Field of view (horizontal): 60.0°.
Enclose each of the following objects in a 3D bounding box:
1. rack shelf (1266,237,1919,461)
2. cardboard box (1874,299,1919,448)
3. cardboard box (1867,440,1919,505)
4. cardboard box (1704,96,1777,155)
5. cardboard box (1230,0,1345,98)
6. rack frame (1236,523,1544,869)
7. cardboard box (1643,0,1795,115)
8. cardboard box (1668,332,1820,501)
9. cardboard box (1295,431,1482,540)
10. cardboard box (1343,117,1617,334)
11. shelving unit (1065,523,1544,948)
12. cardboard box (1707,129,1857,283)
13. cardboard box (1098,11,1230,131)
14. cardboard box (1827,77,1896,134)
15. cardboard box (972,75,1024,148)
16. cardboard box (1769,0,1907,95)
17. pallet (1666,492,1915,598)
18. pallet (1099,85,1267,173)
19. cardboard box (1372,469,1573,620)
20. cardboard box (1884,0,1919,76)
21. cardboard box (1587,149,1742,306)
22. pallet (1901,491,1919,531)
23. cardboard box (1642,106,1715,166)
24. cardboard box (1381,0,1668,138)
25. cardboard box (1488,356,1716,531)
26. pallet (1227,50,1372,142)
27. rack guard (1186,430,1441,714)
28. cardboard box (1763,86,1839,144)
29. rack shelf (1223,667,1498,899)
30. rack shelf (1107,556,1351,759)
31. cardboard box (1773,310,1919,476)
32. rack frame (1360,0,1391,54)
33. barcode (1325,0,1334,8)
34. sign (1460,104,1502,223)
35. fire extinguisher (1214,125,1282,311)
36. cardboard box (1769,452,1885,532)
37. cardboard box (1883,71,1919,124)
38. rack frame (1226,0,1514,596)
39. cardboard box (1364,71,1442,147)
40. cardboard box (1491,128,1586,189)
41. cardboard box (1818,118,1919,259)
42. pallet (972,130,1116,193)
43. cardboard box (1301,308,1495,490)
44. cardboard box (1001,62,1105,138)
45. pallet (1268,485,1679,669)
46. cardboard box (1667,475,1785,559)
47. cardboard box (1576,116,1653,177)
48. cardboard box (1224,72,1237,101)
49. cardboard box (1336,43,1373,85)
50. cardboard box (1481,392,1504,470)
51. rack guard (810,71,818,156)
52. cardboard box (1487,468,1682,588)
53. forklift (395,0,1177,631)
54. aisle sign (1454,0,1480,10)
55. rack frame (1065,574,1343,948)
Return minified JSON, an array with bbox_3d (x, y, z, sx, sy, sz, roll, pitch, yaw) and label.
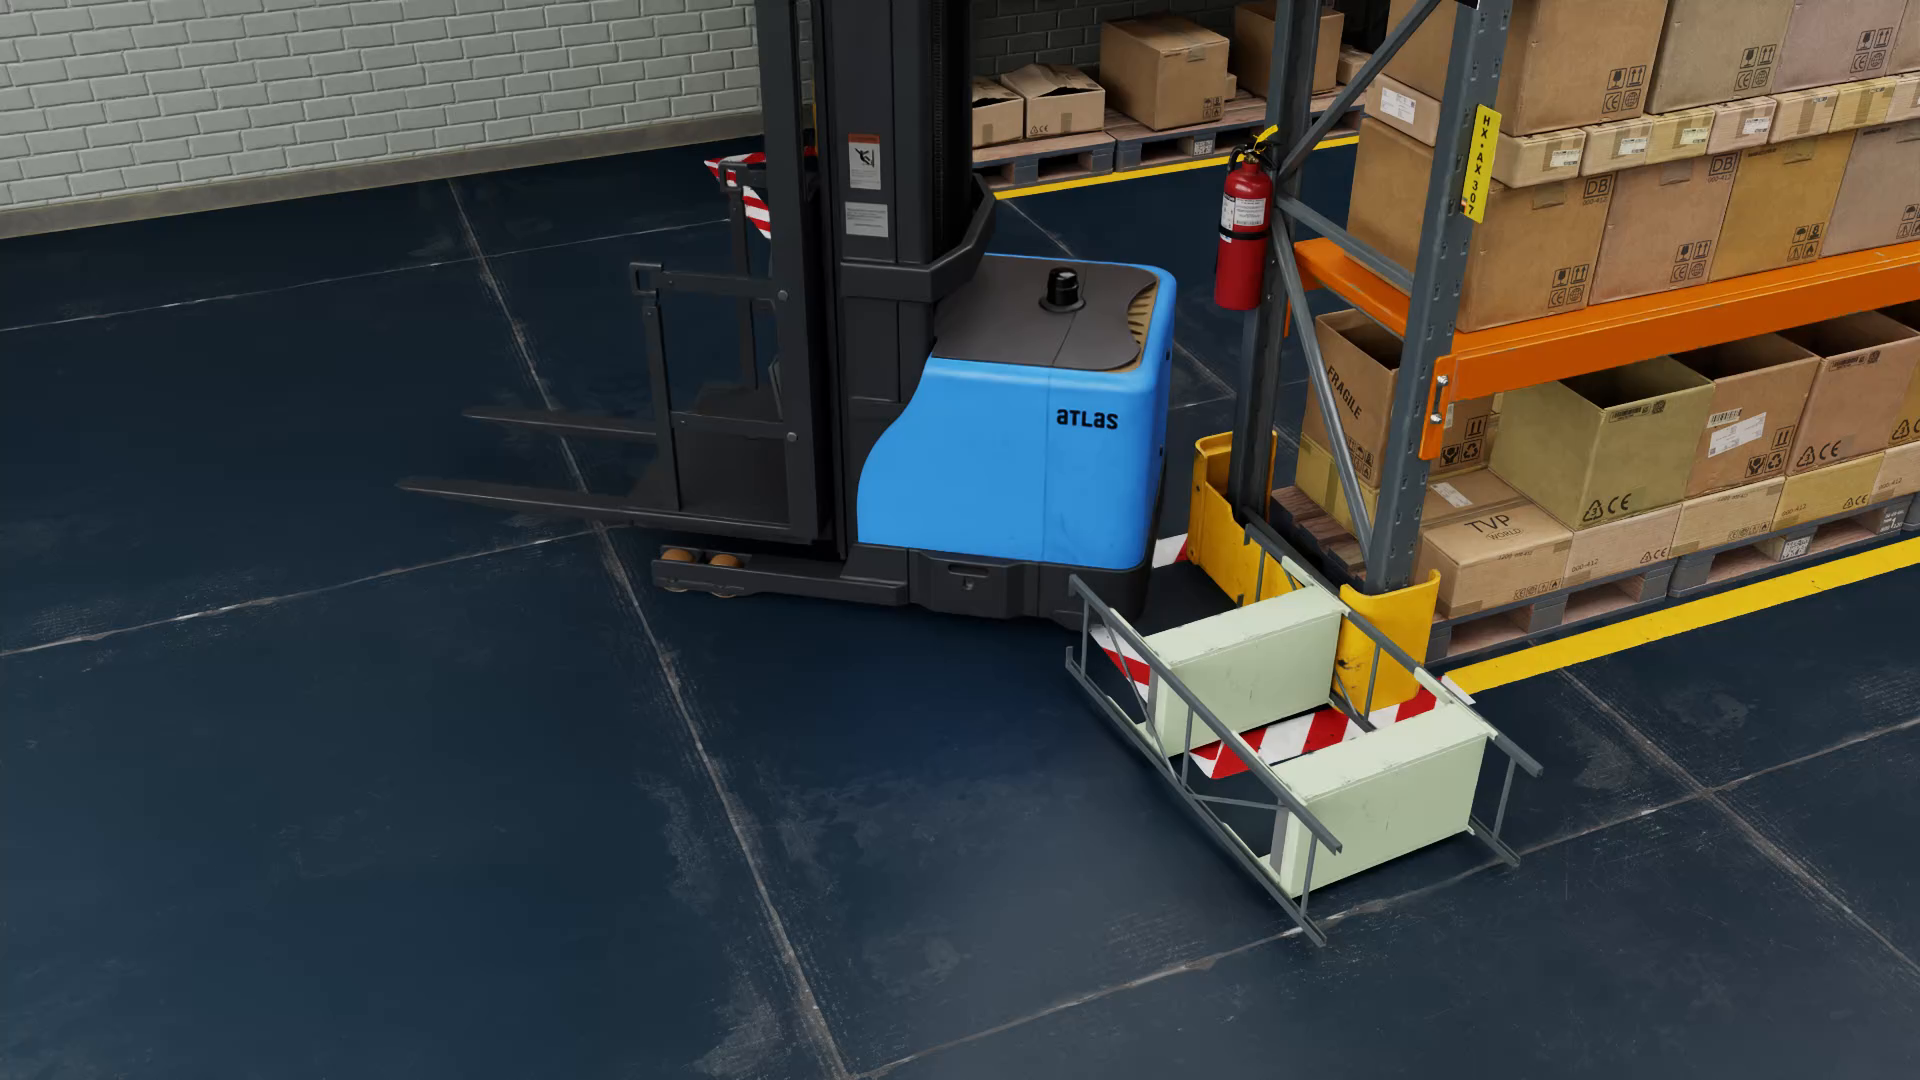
[{"bbox_3d":[3.136,-1.089,6.333,4.000,0.370,1.077,-13,35,-19],"label":"rack shelf"},{"bbox_3d":[3.712,-0.736,6.579,0.500,0.500,0.500,-13,35,-19],"label":"cardboard box"},{"bbox_3d":[3.717,-0.415,6.774,0.500,0.250,0.500,-13,35,-19],"label":"cardboard box"},{"bbox_3d":[2.443,-1.418,5.492,0.250,0.149,0.380,-13,35,-20],"label":"cardboard box"},{"bbox_3d":[2.117,-3.201,10.807,0.500,0.500,0.500,-16,36,-22],"label":"cardboard box"},{"bbox_3d":[1.378,0.474,5.571,0.023,0.400,1.500,-15,36,-22],"label":"rack frame"},{"bbox_3d":[2.259,-1.771,5.440,0.500,0.500,0.700,-14,36,-20],"label":"cardboard box"},{"bbox_3d":[2.789,-0.526,6.257,0.500,0.500,0.500,-13,35,-19],"label":"cardboard box"},{"bbox_3d":[1.672,-0.254,6.526,0.500,0.250,0.500,-13,35,-19],"label":"cardboard box"},{"bbox_3d":[1.727,-1.102,5.602,0.500,0.500,0.700,-13,35,-19],"label":"cardboard box"},{"bbox_3d":[1.050,0.563,5.435,0.755,0.431,1.500,-15,36,-22],"label":"shelving unit"},{"bbox_3d":[2.670,-1.318,5.933,0.500,0.500,0.700,-13,35,-19],"label":"cardboard box"},{"bbox_3d":[1.265,-2.946,10.416,0.500,0.500,0.700,-15,36,-22],"label":"cardboard box"},{"bbox_3d":[2.924,-1.530,5.664,0.250,0.149,0.380,-13,35,-20],"label":"cardboard box"},{"bbox_3d":[0.044,-2.617,10.083,0.500,0.311,0.500,-17,37,-24],"label":"cardboard box"},{"bbox_3d":[2.723,-1.878,5.605,0.500,0.500,0.700,-13,35,-19],"label":"cardboard box"},{"bbox_3d":[3.104,-0.238,6.922,1.213,0.211,1.003,-13,35,-19],"label":"pallet"},{"bbox_3d":[1.327,-2.715,10.729,1.213,0.211,1.003,-13,35,-19],"label":"pallet"},{"bbox_3d":[1.872,0.007,6.125,0.500,0.250,0.500,-13,35,-19],"label":"cardboard box"},{"bbox_3d":[3.185,-1.984,5.767,0.500,0.500,0.700,-13,35,-19],"label":"cardboard box"},{"bbox_3d":[2.210,-1.216,5.776,0.500,0.500,0.700,-12,35,-18],"label":"cardboard box"},{"bbox_3d":[4.231,-0.497,7.321,1.213,0.211,1.003,-13,35,-19],"label":"pallet"},{"bbox_3d":[2.210,-1.366,5.412,0.250,0.149,0.380,-13,35,-19],"label":"cardboard box"},{"bbox_3d":[1.776,-1.657,5.266,0.500,0.500,0.700,-13,35,-19],"label":"cardboard box"},{"bbox_3d":[2.333,-0.414,6.085,0.500,0.500,0.500,-13,35,-19],"label":"cardboard box"},{"bbox_3d":[2.453,-2.975,11.128,1.213,0.211,1.003,-13,35,-19],"label":"pallet"},{"bbox_3d":[1.270,0.084,6.162,0.348,0.500,1.175,-13,35,-19],"label":"rack guard"},{"bbox_3d":[2.688,-1.476,5.581,0.250,0.149,0.380,-14,36,-21],"label":"cardboard box"},{"bbox_3d":[1.224,0.754,5.142,0.720,0.431,0.370,-15,36,-22],"label":"rack shelf"},{"bbox_3d":[0.905,0.404,5.679,0.720,0.431,0.370,-15,36,-22],"label":"rack shelf"},{"bbox_3d":[3.257,-0.623,6.406,0.500,0.500,0.500,-13,35,-19],"label":"cardboard box"},{"bbox_3d":[3.059,-4.303,10.613,0.127,3.000,1.000,-13,35,-19],"label":"rack frame"},{"bbox_3d":[2.468,-3.581,11.098,0.075,0.075,0.001,-13,35,-19],"label":"barcode"},{"bbox_3d":[1.501,-1.084,4.799,0.005,0.325,0.100,-13,35,-19],"label":"sign"},{"bbox_3d":[1.003,-1.145,5.830,0.183,0.674,0.296,-13,35,-19],"label":"fire extinguisher"},{"bbox_3d":[3.256,-0.309,6.611,0.500,0.250,0.500,-13,35,-19],"label":"cardboard box"},{"bbox_3d":[3.155,-1.581,5.743,0.250,0.149,0.380,-13,35,-18],"label":"cardboard box"},{"bbox_3d":[1.292,-0.968,5.488,0.127,3.000,1.000,-13,35,-19],"label":"rack frame"},{"bbox_3d":[1.570,-1.459,5.555,0.250,0.149,0.380,-13,35,-20],"label":"cardboard box"},{"bbox_3d":[1.737,-1.257,5.245,0.250,0.149,0.380,-13,35,-19],"label":"cardboard box"},{"bbox_3d":[3.154,-1.431,6.107,0.500,0.500,0.700,-12,35,-18],"label":"cardboard box"},{"bbox_3d":[0.204,-2.460,10.337,1.213,0.211,1.003,-13,35,-19],"label":"pallet"},{"bbox_3d":[1.671,-0.569,6.323,0.500,0.500,0.500,-13,35,-19],"label":"cardboard box"},{"bbox_3d":[0.569,-2.737,10.268,0.500,0.311,0.500,-10,34,-15],"label":"cardboard box"},{"bbox_3d":[1.981,0.018,6.529,1.213,0.211,1.003,-13,35,-19],"label":"pallet"},{"bbox_3d":[2.793,-0.206,6.452,0.500,0.250,0.500,-13,35,-19],"label":"cardboard box"},{"bbox_3d":[1.979,-1.314,5.332,0.250,0.149,0.380,-14,36,-20],"label":"cardboard box"},{"bbox_3d":[1.576,-2.965,10.767,0.250,0.149,0.380,-16,36,-23],"label":"cardboard box"},{"bbox_3d":[2.577,-3.172,11.069,0.250,0.166,0.380,-18,37,-25],"label":"cardboard box"},{"bbox_3d":[2.128,-0.365,6.697,0.500,0.250,0.500,-13,35,-19],"label":"cardboard box"},{"bbox_3d":[-0.559,-2.427,10.021,0.348,0.500,1.175,-13,35,-19],"label":"rack guard"},{"bbox_3d":[2.332,-0.101,6.290,0.500,0.250,0.500,-13,35,-19],"label":"cardboard box"},{"bbox_3d":[-0.724,-1.280,6.030,3.031,2.935,1.130,6,34,9],"label":"forklift"},{"bbox_3d":[1.350,-1.890,4.521,0.004,0.787,0.394,-13,35,-19],"label":"aisle sign"},{"bbox_3d":[0.722,0.652,5.298,0.023,0.400,1.500,-15,36,-22],"label":"rack frame"}]
